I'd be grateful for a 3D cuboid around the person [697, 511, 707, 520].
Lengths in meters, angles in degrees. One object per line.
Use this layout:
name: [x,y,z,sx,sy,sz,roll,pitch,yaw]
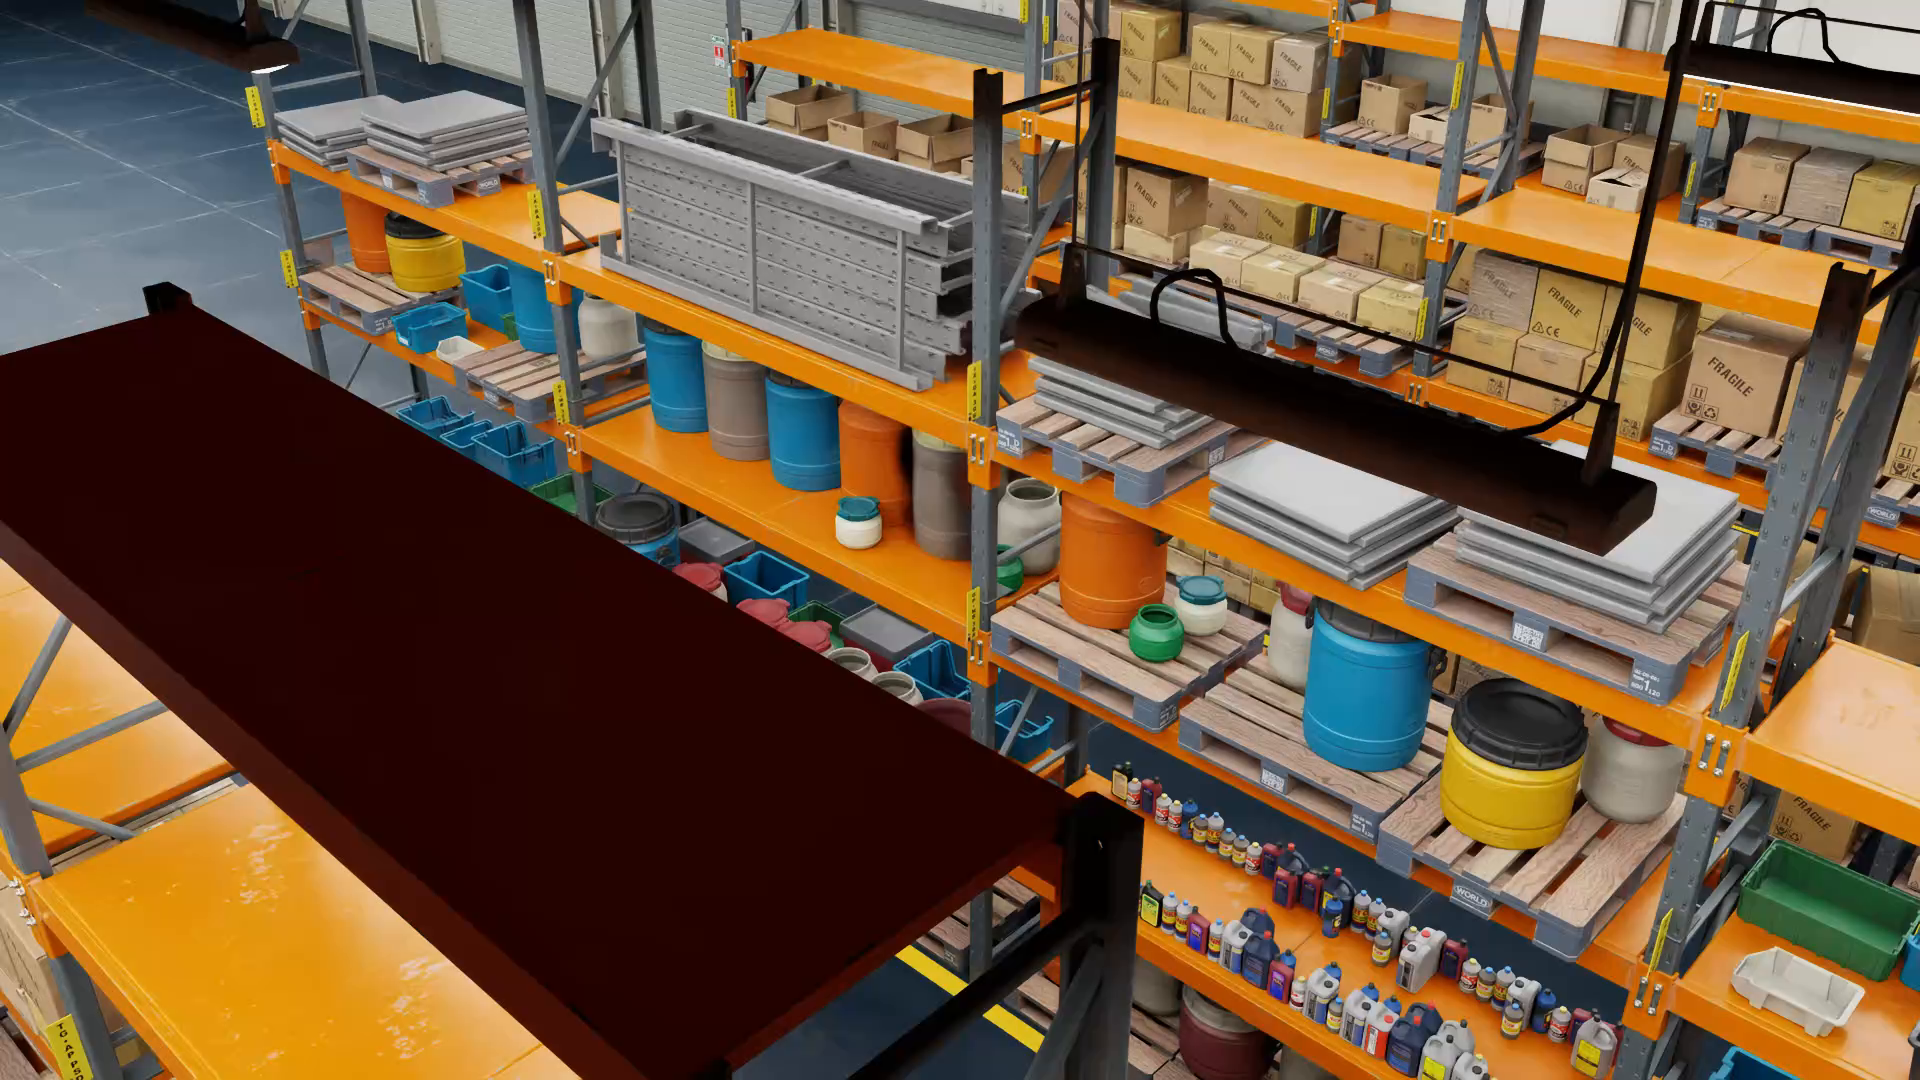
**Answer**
person: [-2.471,-0.765,15.950,0.578,1.691,0.378,25,38,37]
